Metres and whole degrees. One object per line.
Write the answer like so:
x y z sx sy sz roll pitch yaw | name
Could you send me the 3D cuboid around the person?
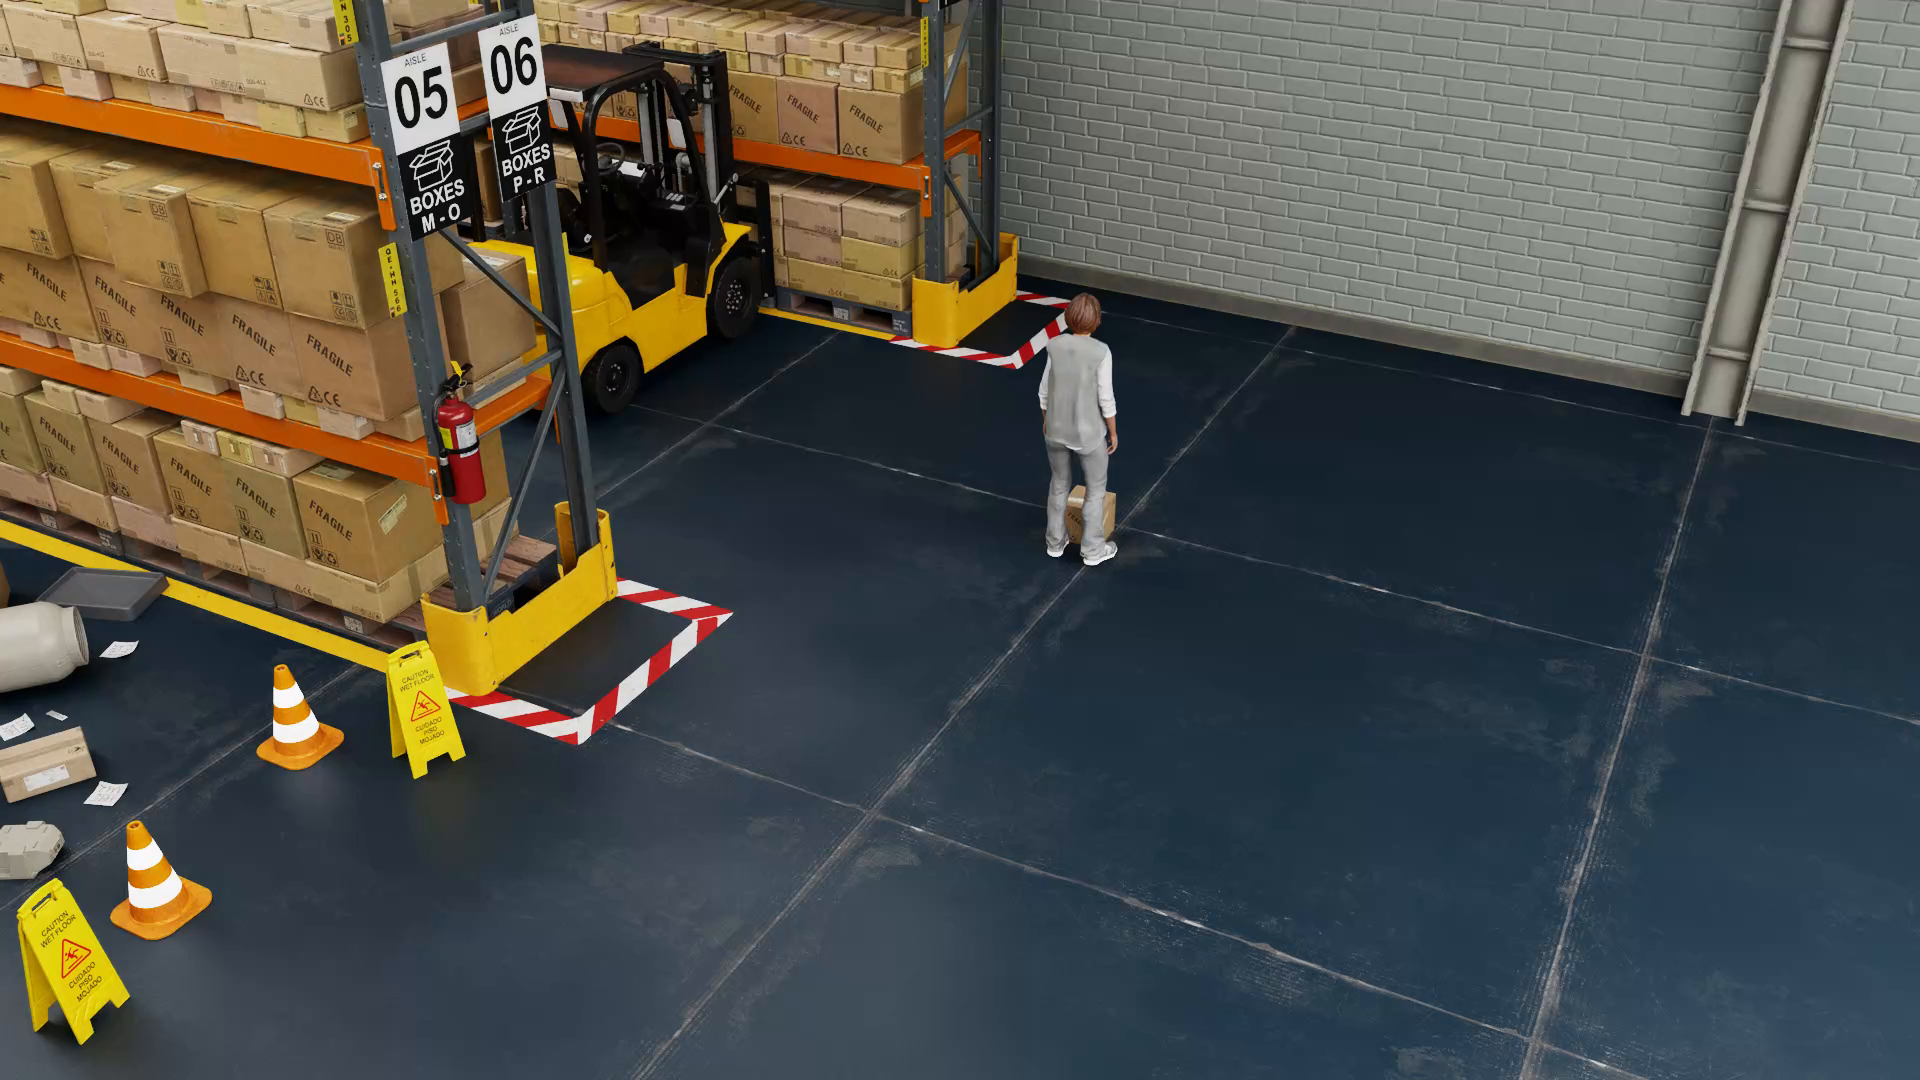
0.657 -0.604 9.316 0.460 1.593 0.344 15 34 23 | person
